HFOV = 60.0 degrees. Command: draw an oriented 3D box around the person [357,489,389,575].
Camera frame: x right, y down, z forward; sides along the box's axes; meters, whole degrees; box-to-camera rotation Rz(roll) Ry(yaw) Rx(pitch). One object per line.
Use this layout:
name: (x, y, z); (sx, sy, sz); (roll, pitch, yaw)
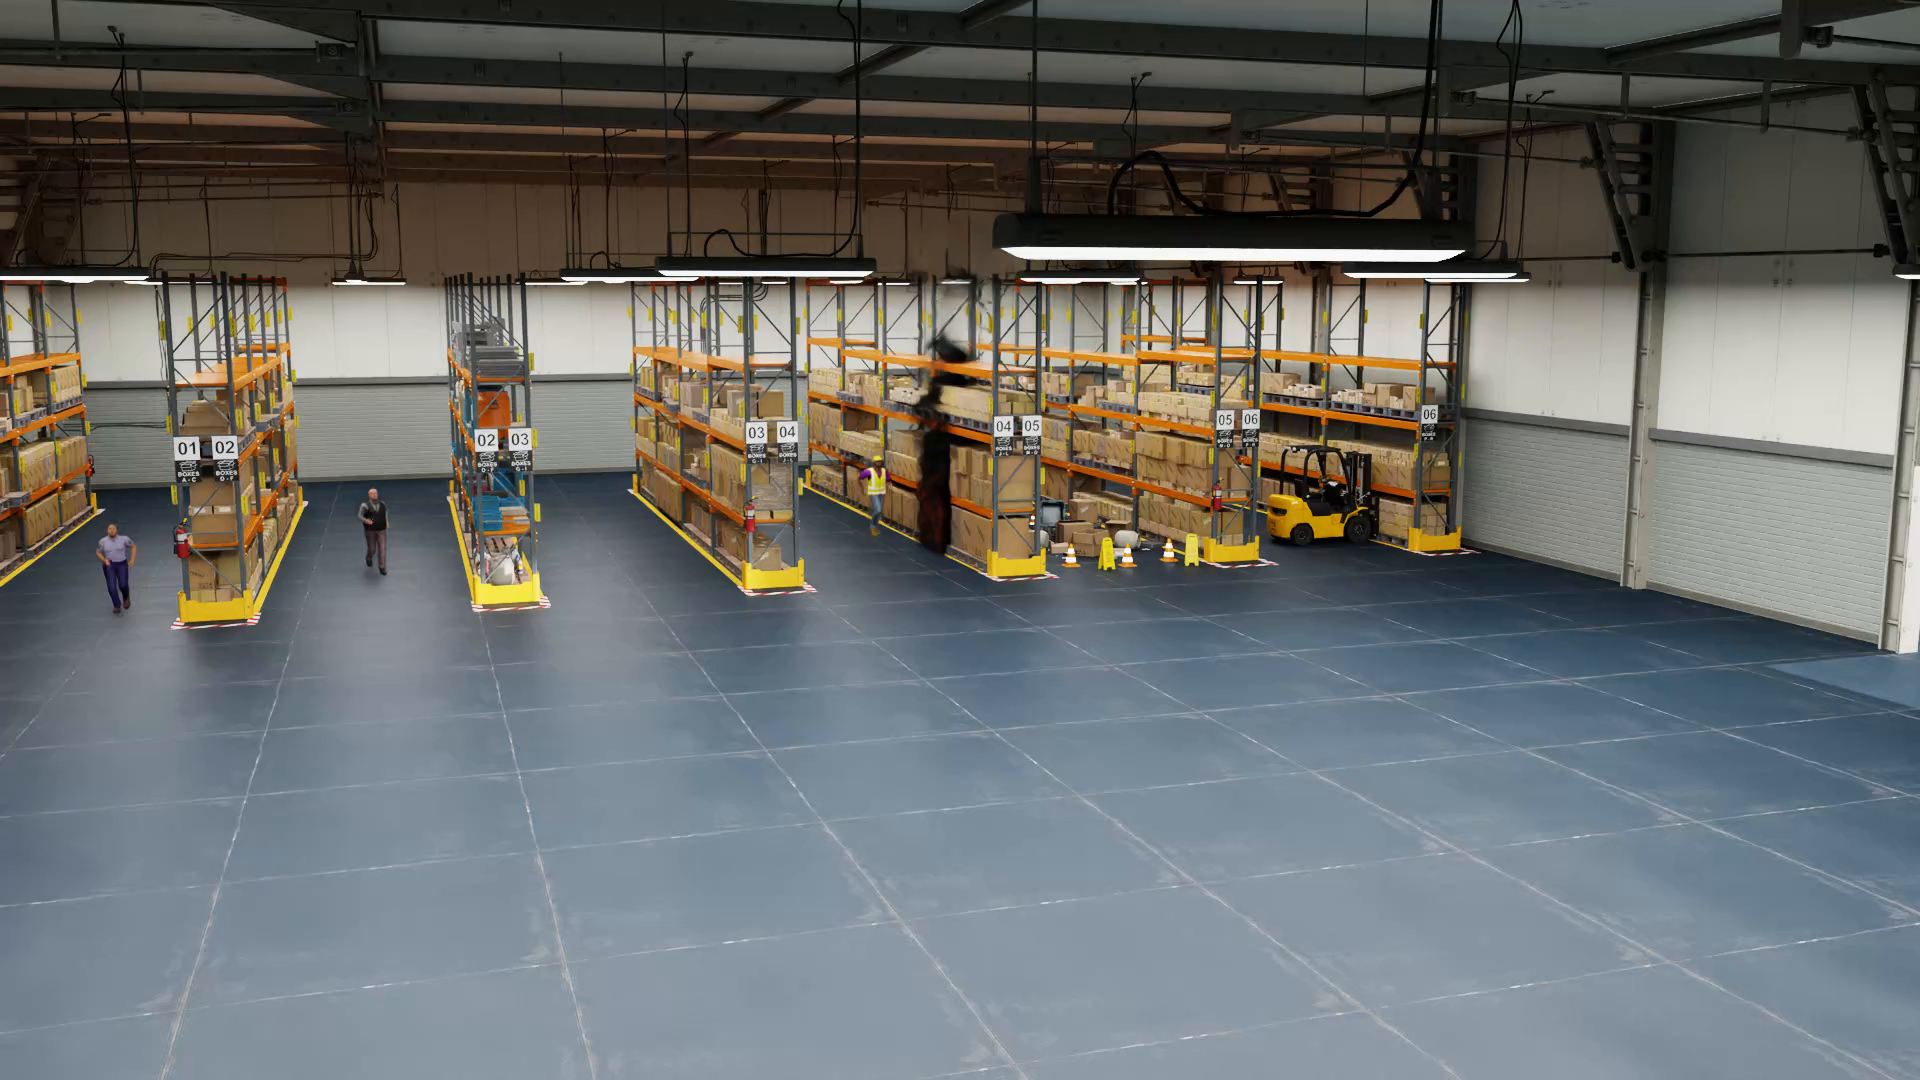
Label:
person: (-11.809, -0.180, 33.566); (0.663, 1.712, 0.966); (-6, 10, -34)

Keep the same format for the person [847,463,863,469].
person: (-3.215, -2.690, 50.154); (0.826, 1.820, 0.723); (-2, 9, -12)

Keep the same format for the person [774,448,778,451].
person: (-5.050, -1.977, 46.324); (0.554, 1.480, 0.662); (-4, 9, -24)

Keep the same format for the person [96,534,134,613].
person: (-14.988, 0.583, 29.559); (0.596, 1.416, 0.411); (-4, 9, -23)

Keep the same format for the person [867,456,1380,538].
person: (4.330, -0.989, 37.638); (11.480, 2.006, 6.262); (-6, 10, -34)
